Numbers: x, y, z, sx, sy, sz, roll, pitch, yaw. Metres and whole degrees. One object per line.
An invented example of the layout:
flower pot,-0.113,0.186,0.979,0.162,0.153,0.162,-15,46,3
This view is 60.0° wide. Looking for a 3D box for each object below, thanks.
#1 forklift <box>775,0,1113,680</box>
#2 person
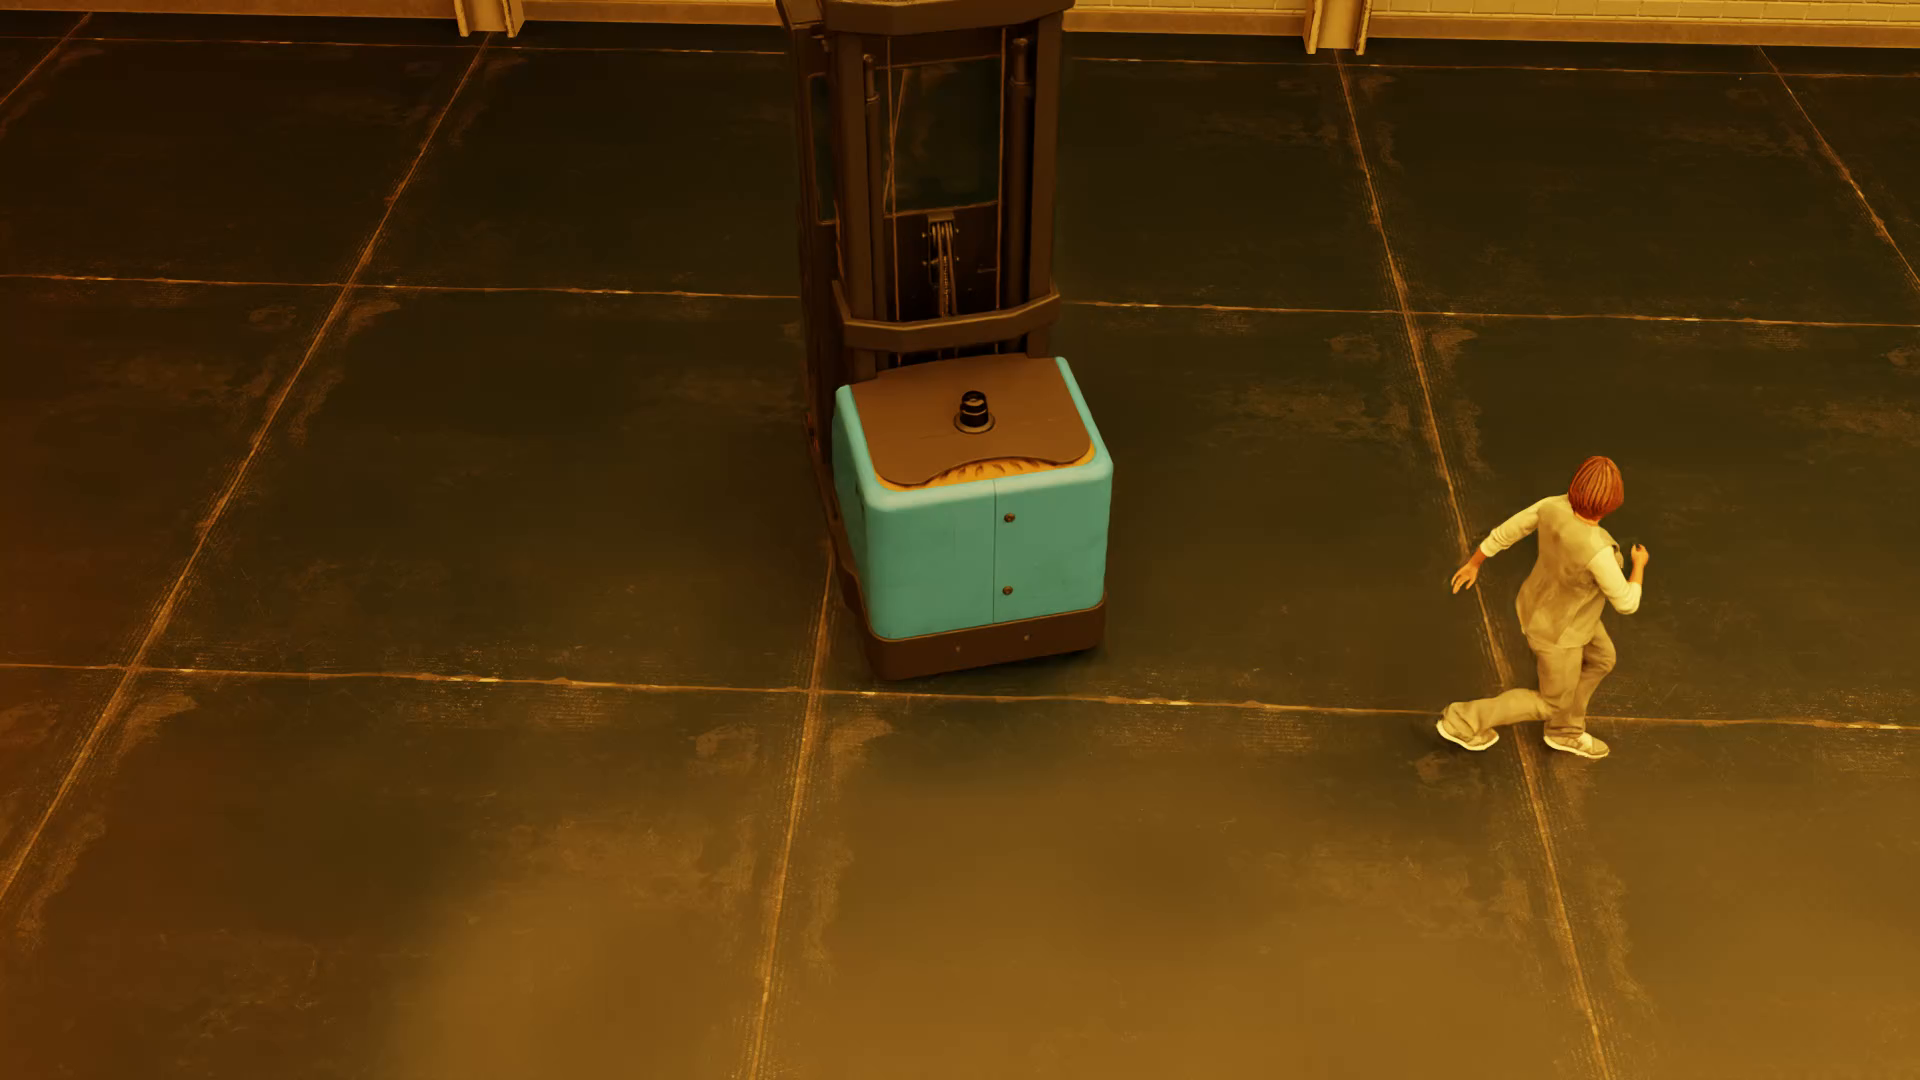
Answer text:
forklift,-0.188,-1.485,7.369,1.130,2.935,3.031,-9,43,-9
person,2.334,0.292,6.503,0.759,1.506,0.451,2,42,2
